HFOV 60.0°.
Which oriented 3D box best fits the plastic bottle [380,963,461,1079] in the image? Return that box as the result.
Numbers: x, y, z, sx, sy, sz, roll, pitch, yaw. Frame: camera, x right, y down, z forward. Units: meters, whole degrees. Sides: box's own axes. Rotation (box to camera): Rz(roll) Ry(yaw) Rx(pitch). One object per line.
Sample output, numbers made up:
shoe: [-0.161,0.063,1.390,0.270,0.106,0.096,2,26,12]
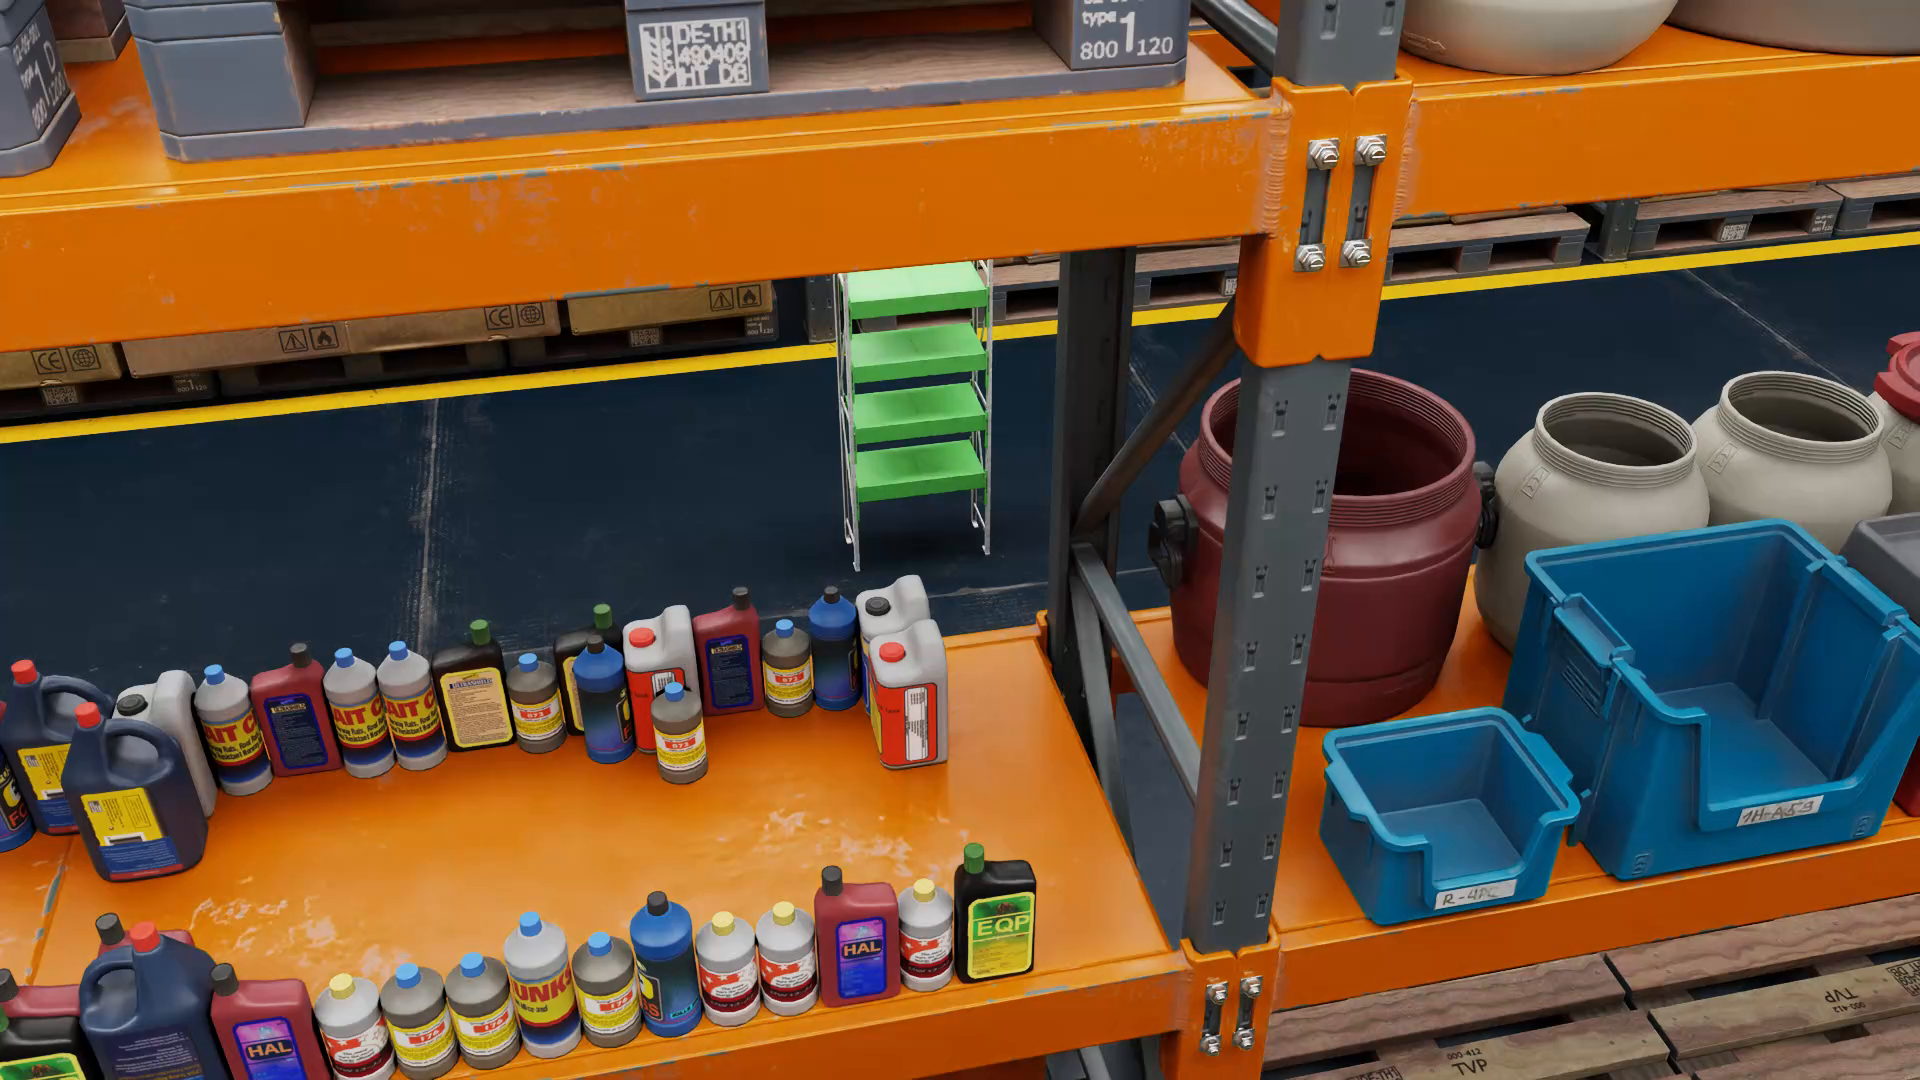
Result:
plastic bottle: [-0.853,0.749,2.621,0.097,0.201,0.097,0,34,0]

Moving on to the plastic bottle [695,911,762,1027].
plastic bottle: [-0.379,0.689,2.710,0.097,0.201,0.097,0,34,0]

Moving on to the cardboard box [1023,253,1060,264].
cardboard box: [0.453,-1.725,7.977,0.500,0.500,0.700,-10,35,-14]

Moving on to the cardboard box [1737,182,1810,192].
cardboard box: [4.123,-2.142,8.616,0.500,0.500,0.500,3,34,5]

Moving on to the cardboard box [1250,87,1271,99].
cardboard box: [1.549,-1.867,8.189,0.500,0.500,0.700,-10,35,-15]

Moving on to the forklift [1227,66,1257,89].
forklift: [0.206,-3.868,9.384,3.031,2.935,1.130,-7,34,-10]

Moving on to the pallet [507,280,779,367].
pallet: [-1.520,-1.198,7.846,1.213,0.211,1.003,-7,35,-11]

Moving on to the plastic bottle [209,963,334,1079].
plastic bottle: [-1.057,0.751,2.544,0.133,0.283,0.061,-7,35,-11]

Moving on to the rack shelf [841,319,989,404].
rack shelf: [-0.161,-0.624,5.787,0.480,0.148,0.258,-7,35,-11]

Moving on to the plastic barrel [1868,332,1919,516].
plastic barrel: [2.141,-0.126,3.624,0.433,0.535,0.433,0,34,0]

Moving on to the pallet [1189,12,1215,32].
pallet: [1.187,-2.598,7.601,1.213,0.211,1.003,-7,35,-11]

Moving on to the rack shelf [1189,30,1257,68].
rack shelf: [1.216,-2.359,7.719,4.000,0.370,1.077,-7,35,-11]

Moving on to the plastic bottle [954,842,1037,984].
plastic bottle: [0.058,0.610,2.754,0.133,0.283,0.061,-7,35,-11]

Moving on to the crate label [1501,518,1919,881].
crate label: [1.387,0.290,3.094,0.616,0.435,0.502,-7,35,-11]

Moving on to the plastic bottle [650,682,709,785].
plastic bottle: [-0.541,0.362,3.196,0.097,0.201,0.097,0,34,0]

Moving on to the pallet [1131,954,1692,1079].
pallet: [1.122,1.364,4.028,1.213,0.211,1.003,-7,35,-11]

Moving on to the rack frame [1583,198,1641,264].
rack frame: [3.167,-2.904,7.885,0.127,3.000,1.000,-7,35,-11]

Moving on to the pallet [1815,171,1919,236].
pallet: [5.007,-1.999,9.040,1.213,0.211,1.003,-7,35,-11]

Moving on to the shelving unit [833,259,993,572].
shelving unit: [-0.161,-0.478,5.885,0.503,1.200,0.258,-7,35,-11]

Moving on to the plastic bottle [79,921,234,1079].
plastic bottle: [-1.221,0.720,2.530,0.185,0.351,0.144,-7,35,-11]

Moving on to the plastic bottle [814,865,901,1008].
plastic bottle: [-0.167,0.639,2.711,0.133,0.283,0.061,-7,35,-11]

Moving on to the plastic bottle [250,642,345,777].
plastic bottle: [-1.272,0.323,3.181,0.133,0.283,0.061,-7,35,-11]

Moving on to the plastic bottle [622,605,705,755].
plastic bottle: [-0.586,0.266,3.273,0.135,0.276,0.152,-7,35,-11]

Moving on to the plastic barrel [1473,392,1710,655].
plastic barrel: [1.315,-0.009,3.471,0.421,0.512,0.421,0,34,0]

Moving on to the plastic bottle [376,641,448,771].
plastic bottle: [-1.061,0.312,3.209,0.097,0.271,0.097,0,34,0]

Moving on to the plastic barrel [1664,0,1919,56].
plastic barrel: [1.207,-1.157,2.140,0.600,0.901,0.600,0,34,0]

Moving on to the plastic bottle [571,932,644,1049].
plastic bottle: [-0.569,0.713,2.674,0.097,0.201,0.097,0,34,0]

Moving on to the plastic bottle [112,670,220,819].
plastic bottle: [-1.488,0.380,3.104,0.135,0.276,0.152,-7,35,-11]

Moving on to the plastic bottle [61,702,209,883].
plastic bottle: [-1.480,0.432,2.958,0.185,0.351,0.144,-7,35,-11]

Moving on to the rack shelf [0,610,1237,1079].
rack shelf: [-1.592,0.825,2.975,4.000,0.370,1.077,-7,35,-11]

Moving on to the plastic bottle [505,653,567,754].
plastic bottle: [-0.836,0.313,3.270,0.097,0.201,0.097,0,34,0]

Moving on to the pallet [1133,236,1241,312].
pallet: [1.216,-1.497,8.292,1.213,0.211,1.003,-7,35,-11]

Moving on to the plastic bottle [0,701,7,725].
plastic bottle: [-1.809,0.391,3.080,0.133,0.283,0.061,-7,35,-11]

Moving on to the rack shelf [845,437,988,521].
rack shelf: [-0.161,-0.226,6.055,0.480,0.148,0.258,-7,35,-11]

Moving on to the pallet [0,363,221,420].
pallet: [-3.900,-0.898,7.399,1.213,0.211,1.003,-7,35,-11]

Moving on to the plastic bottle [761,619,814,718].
plastic bottle: [-0.349,0.251,3.362,0.097,0.201,0.097,0,34,0]

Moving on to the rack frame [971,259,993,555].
rack frame: [0.077,-0.508,5.930,0.015,1.200,0.240,-7,35,-11]

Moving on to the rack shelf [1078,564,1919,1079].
rack shelf: [2.309,0.333,3.708,4.000,0.370,1.077,-7,35,-11]

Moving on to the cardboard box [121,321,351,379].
cardboard box: [-3.145,-1.412,7.192,0.875,0.875,1.225,-8,35,-12]

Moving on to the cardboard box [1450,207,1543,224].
cardboard box: [2.564,-1.984,8.364,0.500,0.500,0.700,-10,35,-14]

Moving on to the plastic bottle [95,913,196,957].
plastic bottle: [-1.269,0.695,2.627,0.133,0.283,0.061,-7,35,-11]

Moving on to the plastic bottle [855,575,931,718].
plastic bottle: [-0.135,0.209,3.358,0.135,0.276,0.152,-7,35,-11]

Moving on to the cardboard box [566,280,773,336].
cardboard box: [-1.412,-1.630,7.518,0.875,0.875,1.225,-9,35,-13]

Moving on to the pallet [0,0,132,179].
pallet: [-1.695,-0.686,2.058,1.213,0.211,1.003,-7,35,-11]

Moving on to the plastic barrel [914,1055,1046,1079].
plastic barrel: [-0.115,1.076,3.525,0.708,0.830,0.600,-7,35,-11]
